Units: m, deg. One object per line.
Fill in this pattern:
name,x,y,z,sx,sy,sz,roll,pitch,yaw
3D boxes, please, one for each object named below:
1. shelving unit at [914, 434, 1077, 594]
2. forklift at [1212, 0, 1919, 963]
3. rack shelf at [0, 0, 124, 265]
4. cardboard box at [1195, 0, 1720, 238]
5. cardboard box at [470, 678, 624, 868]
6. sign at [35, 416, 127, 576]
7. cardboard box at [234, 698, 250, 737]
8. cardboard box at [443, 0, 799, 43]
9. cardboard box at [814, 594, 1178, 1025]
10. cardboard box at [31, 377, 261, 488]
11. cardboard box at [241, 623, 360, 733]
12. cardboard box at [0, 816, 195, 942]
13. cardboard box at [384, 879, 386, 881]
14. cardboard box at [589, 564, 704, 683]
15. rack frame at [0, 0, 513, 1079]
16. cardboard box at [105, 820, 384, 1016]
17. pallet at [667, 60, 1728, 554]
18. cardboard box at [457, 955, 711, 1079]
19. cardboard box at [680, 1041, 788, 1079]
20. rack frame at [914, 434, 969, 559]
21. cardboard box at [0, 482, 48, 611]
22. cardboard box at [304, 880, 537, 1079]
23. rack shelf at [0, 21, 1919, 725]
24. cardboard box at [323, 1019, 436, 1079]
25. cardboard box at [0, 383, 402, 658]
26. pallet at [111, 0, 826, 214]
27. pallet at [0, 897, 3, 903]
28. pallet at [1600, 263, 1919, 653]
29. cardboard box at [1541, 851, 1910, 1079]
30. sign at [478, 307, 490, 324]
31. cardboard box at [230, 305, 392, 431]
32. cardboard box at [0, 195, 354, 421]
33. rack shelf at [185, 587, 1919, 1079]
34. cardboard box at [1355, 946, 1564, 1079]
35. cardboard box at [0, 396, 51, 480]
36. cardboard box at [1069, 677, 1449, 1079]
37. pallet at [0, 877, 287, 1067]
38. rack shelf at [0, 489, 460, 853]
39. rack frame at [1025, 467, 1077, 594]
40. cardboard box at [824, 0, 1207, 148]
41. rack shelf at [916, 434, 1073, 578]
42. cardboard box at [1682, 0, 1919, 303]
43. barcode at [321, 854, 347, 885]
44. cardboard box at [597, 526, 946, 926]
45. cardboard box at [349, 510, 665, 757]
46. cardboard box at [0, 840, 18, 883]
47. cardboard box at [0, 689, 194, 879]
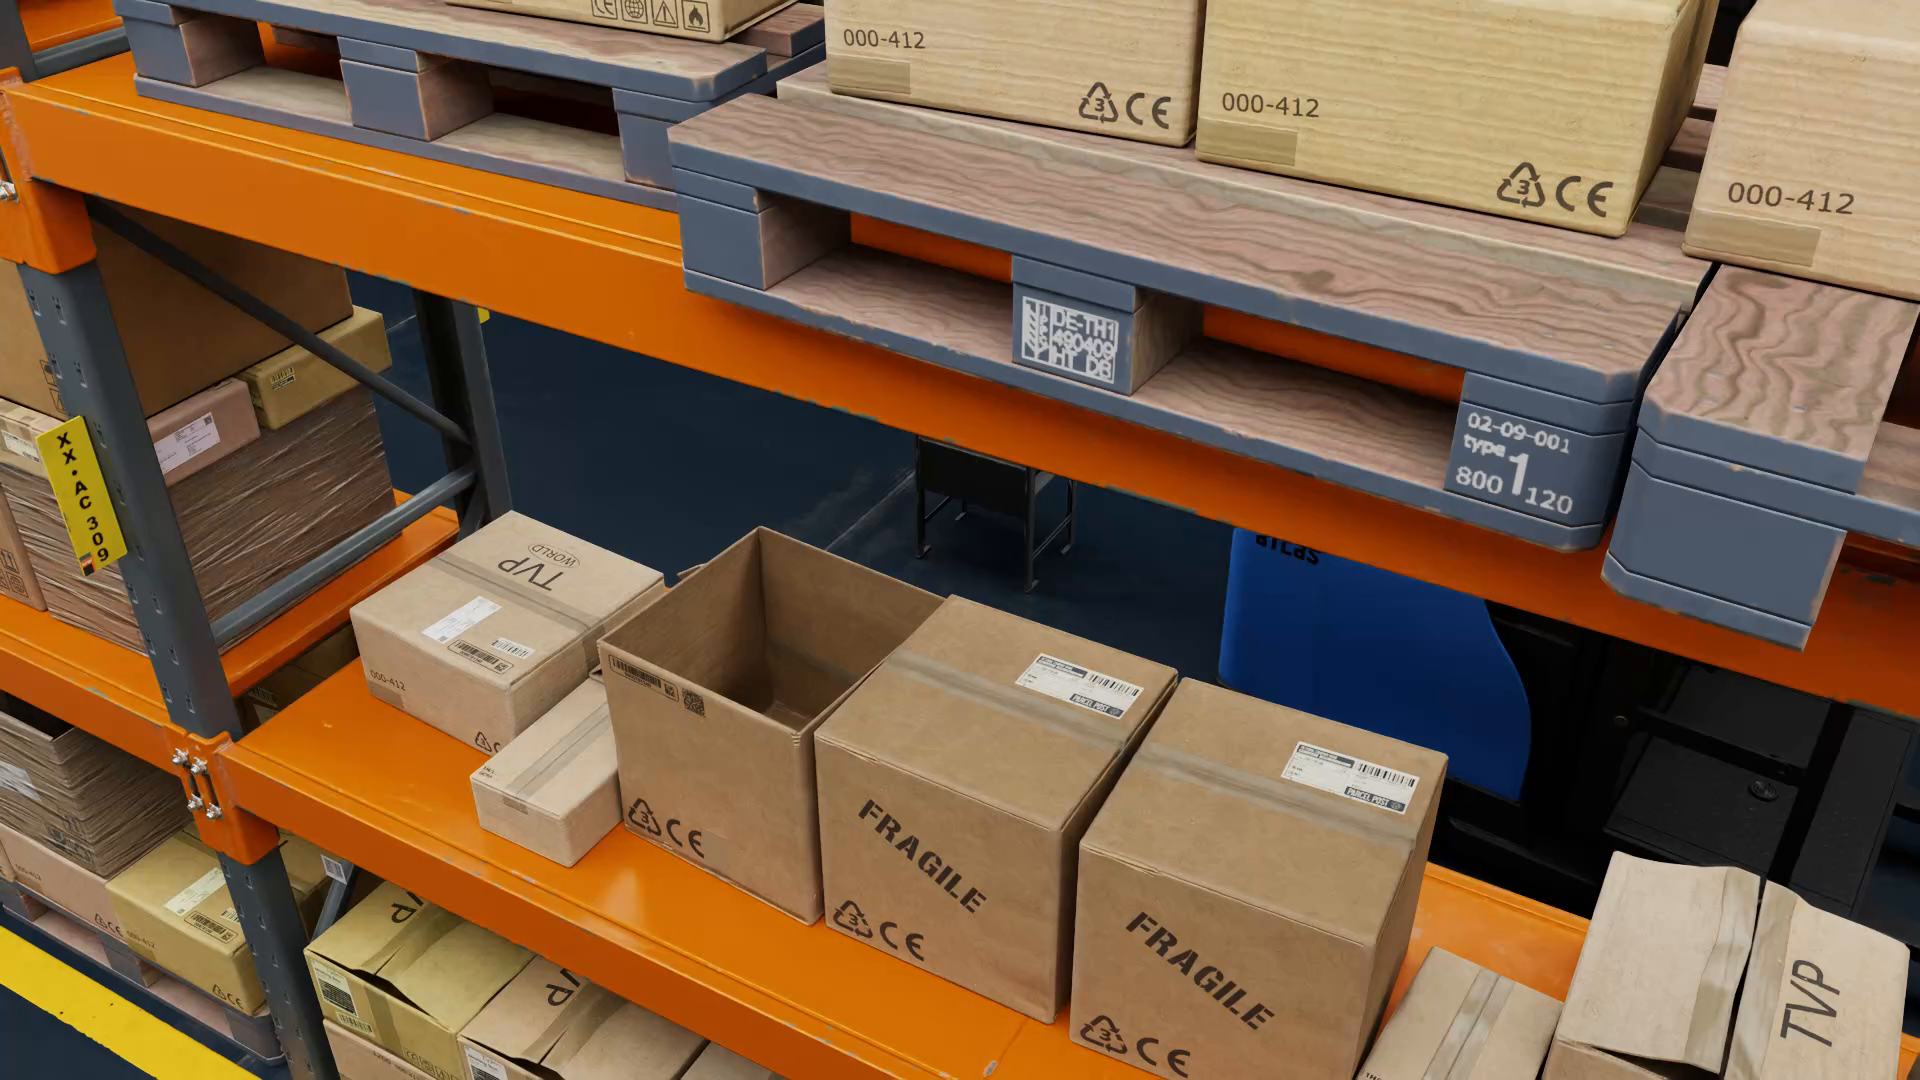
shelving unit,0.144,-0.828,6.100,0.503,2.100,0.431,18,37,24
forklift,2.342,-0.259,4.495,3.031,2.935,1.130,21,39,29
rack shelf,-3.213,-1.458,4.177,4.000,0.370,1.077,18,37,24
cardboard box,0.619,-0.616,2.019,0.500,0.250,0.500,17,37,23
cardboard box,-0.809,0.487,3.539,0.250,0.149,0.380,18,37,24
sign,-1.751,-0.085,3.319,0.005,0.325,0.100,18,37,24
cardboard box,-2.162,0.286,5.039,0.500,0.500,0.500,18,37,24
cardboard box,-0.468,-0.996,2.590,0.500,0.250,0.500,14,36,20
cardboard box,0.074,0.501,3.202,0.500,0.500,0.500,18,38,24
cardboard box,-1.819,-0.243,3.733,0.250,0.149,0.380,18,37,24
cardboard box,-1.724,0.420,4.838,0.500,0.500,0.500,18,37,24
cardboard box,-2.417,0.846,4.876,0.500,0.250,0.500,18,37,24
cardboard box,-1.729,0.737,5.039,0.500,0.250,0.500,18,37,24
cardboard box,-0.622,0.250,3.789,0.258,0.266,0.396,17,37,23
rack frame,-1.477,0.041,3.983,0.127,3.000,1.000,18,37,24
cardboard box,-1.988,0.988,4.662,0.500,0.250,0.500,18,37,24
pallet,0.390,-0.479,2.227,1.213,0.211,1.003,19,38,27
cardboard box,-0.810,1.151,3.912,0.500,0.311,0.500,17,37,24
cardboard box,-0.360,1.292,3.699,0.500,0.311,0.500,16,37,23
rack frame,-0.068,-0.896,6.200,0.015,2.100,0.400,18,37,24
cardboard box,-2.326,-0.262,4.347,0.500,0.500,0.700,17,37,24
cardboard box,-1.242,1.010,4.122,0.500,0.311,0.500,18,38,25
rack shelf,0.260,-0.358,2.525,4.000,0.370,1.077,18,37,24
cardboard box,-1.249,1.241,4.283,0.500,0.250,0.500,17,37,23
cardboard box,-1.865,-0.120,4.134,0.500,0.500,0.700,17,37,23
pallet,-0.704,-0.892,2.849,1.217,0.209,0.805,16,37,23
pallet,-3.210,0.627,5.617,1.213,0.211,1.003,18,37,24
pallet,1.363,-0.173,1.767,1.003,0.211,1.213,19,38,27
cardboard box,1.316,0.839,2.865,0.500,0.311,0.500,17,37,24
sign,-1.216,-0.672,4.080,0.005,0.325,0.100,18,37,24
cardboard box,-1.614,-0.438,4.026,0.250,0.149,0.380,18,37,24
cardboard box,-1.865,-0.660,3.774,0.500,0.500,0.700,18,38,25
rack shelf,0.260,0.890,3.356,4.000,0.370,1.077,18,37,24
cardboard box,0.861,0.922,2.886,0.250,0.149,0.380,21,39,28
cardboard box,-2.033,-0.312,3.836,0.250,0.149,0.380,17,37,23
cardboard box,0.531,0.646,2.984,0.500,0.500,0.500,16,37,22
pallet,-2.146,0.962,5.114,1.213,0.211,1.003,18,37,24
rack shelf,-3.213,-0.210,5.008,4.000,0.370,1.077,18,37,24
rack frame,0.356,-0.761,5.999,0.015,2.100,0.400,18,37,24
cardboard box,0.153,-0.765,2.243,0.500,0.250,0.500,14,36,20
rack shelf,0.144,-0.234,6.495,0.480,0.518,0.431,18,37,24
cardboard box,1.110,-0.453,1.775,0.500,0.250,0.500,19,38,26
barcode,-1.462,0.769,3.881,0.075,0.075,0.001,18,37,24
cardboard box,-0.361,0.363,3.408,0.500,0.500,0.500,20,39,28
cardboard box,-1.028,0.217,3.852,0.500,0.250,0.500,20,39,27
cardboard box,-2.858,0.715,5.071,0.500,0.250,0.500,18,37,24
cardboard box,-2.416,0.533,4.669,0.500,0.500,0.500,18,37,24
